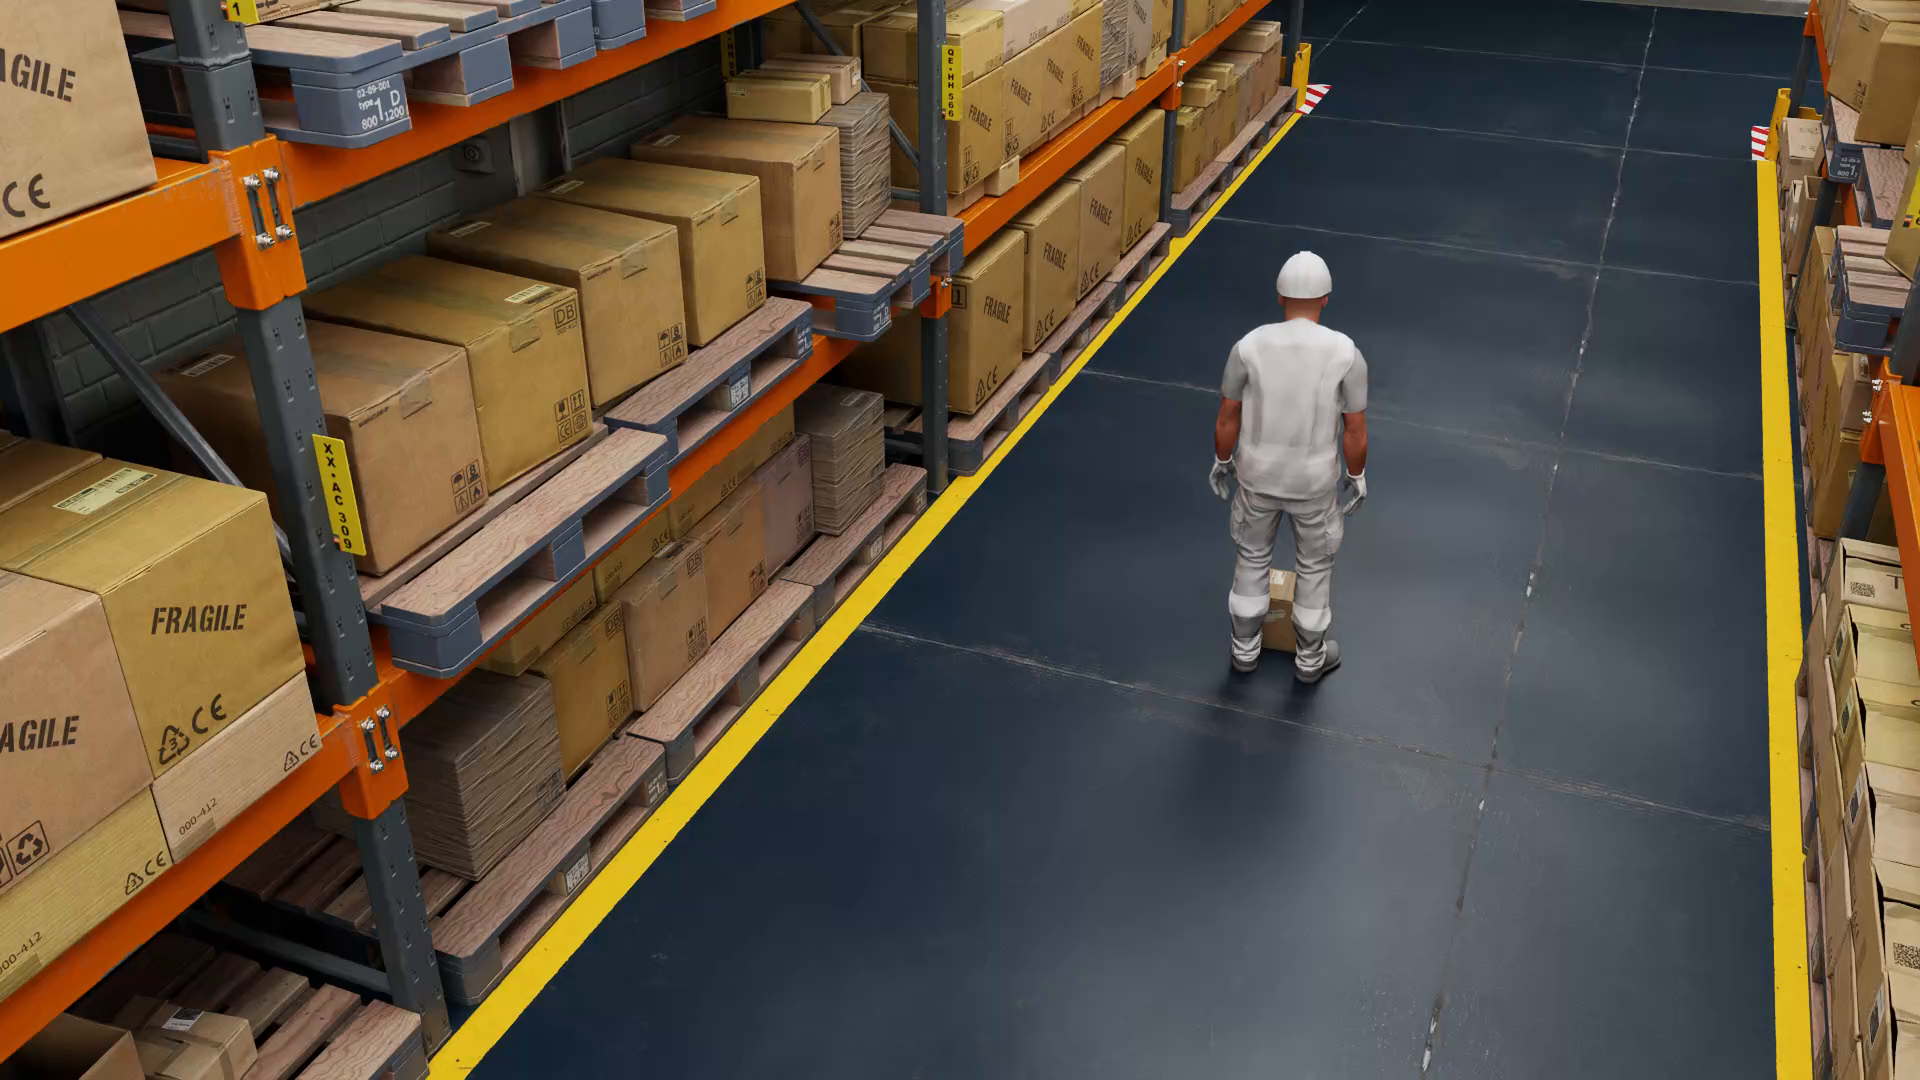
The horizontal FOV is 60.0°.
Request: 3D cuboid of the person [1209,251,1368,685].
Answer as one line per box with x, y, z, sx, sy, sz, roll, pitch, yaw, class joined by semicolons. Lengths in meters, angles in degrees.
1.298;-0.262;6.578;0.618;1.779;0.452;9;31;16;person
